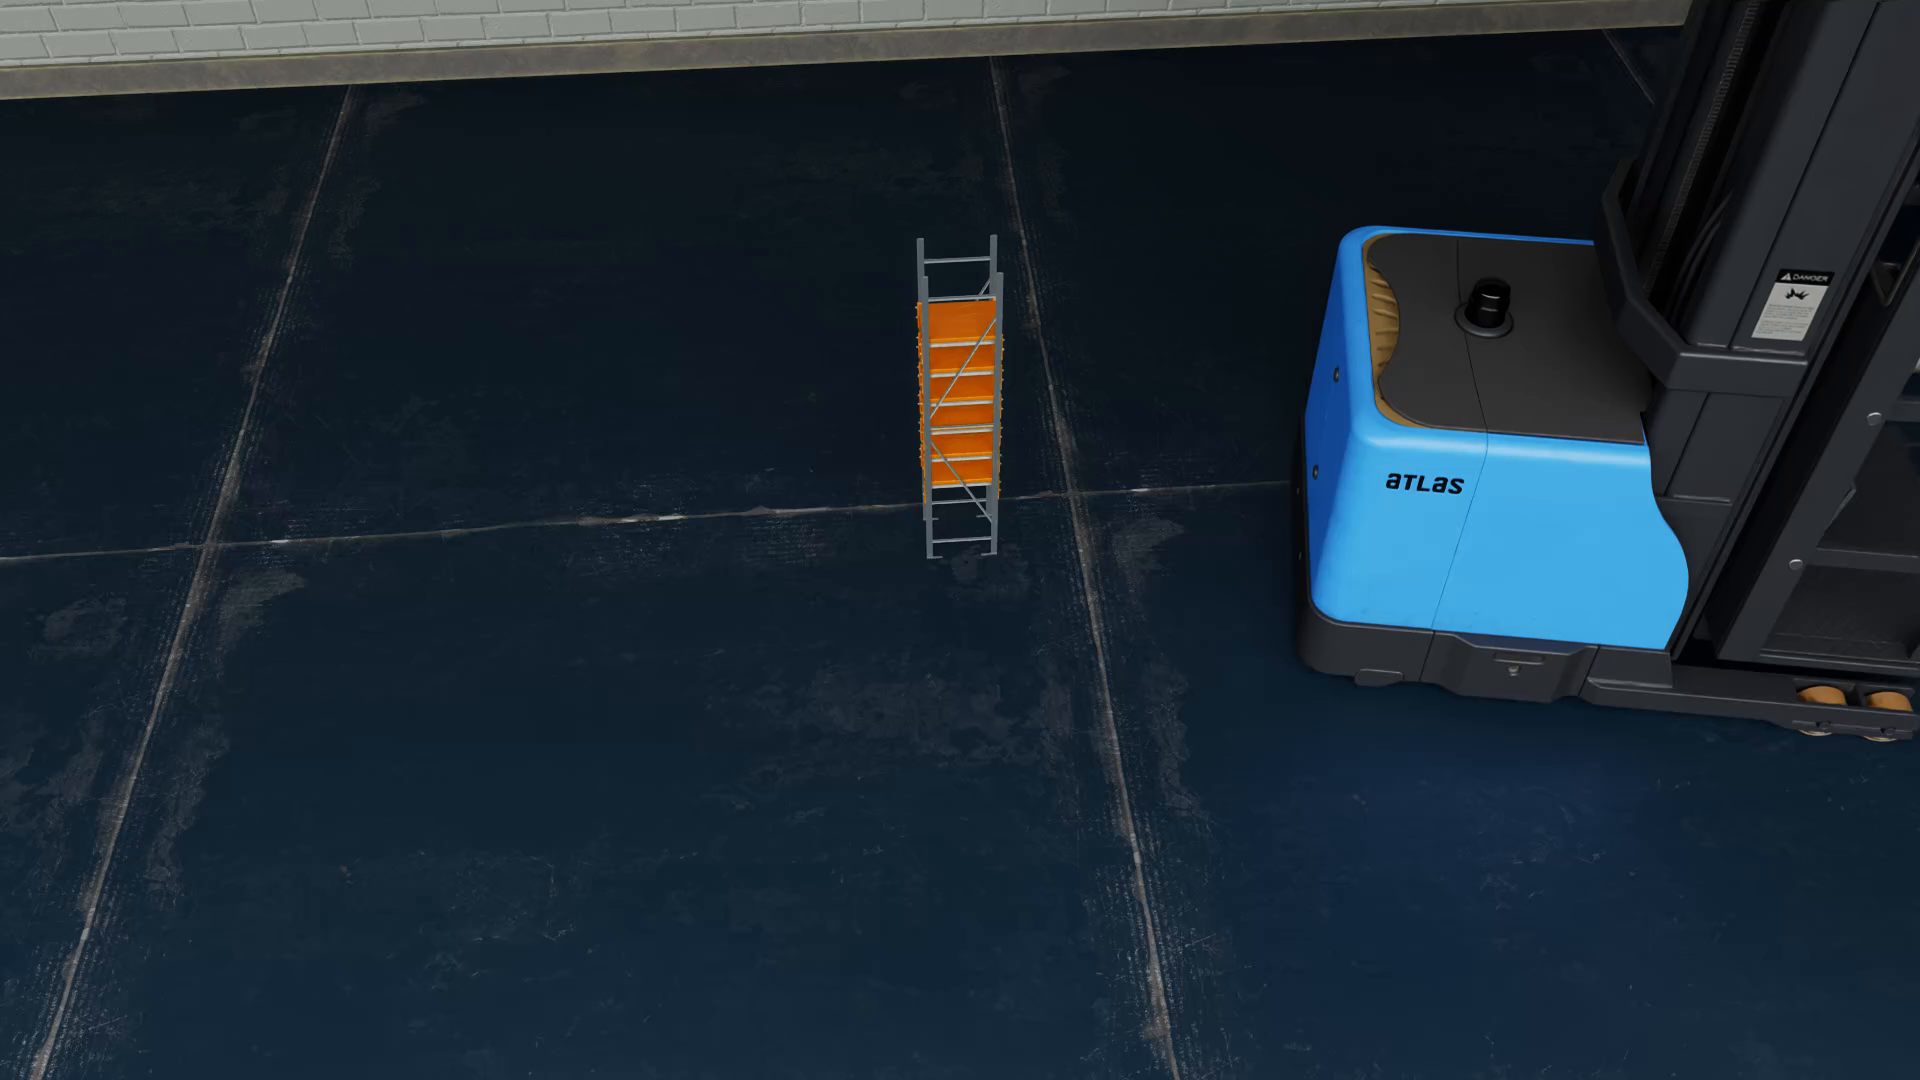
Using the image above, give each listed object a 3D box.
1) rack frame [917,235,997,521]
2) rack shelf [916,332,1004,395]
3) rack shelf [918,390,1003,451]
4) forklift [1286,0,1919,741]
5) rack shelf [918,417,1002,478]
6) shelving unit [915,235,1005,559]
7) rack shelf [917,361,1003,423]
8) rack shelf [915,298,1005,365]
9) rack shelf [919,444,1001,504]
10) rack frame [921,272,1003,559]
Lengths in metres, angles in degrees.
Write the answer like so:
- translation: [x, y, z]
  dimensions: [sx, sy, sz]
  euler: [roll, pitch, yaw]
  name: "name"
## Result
- translation: [-0.009, -0.489, 5.387]
  dimensions: [0.240, 1.200, 0.006]
  euler: [-3, 47, -3]
  name: "rack frame"
- translation: [-0.001, -0.558, 5.182]
  dimensions: [0.258, 0.103, 0.180]
  euler: [-3, 47, -3]
  name: "rack shelf"
- translation: [-0.001, -0.392, 5.357]
  dimensions: [0.258, 0.103, 0.180]
  euler: [-3, 47, -3]
  name: "rack shelf"
- translation: [2.614, -0.795, 4.484]
  dimensions: [3.031, 2.935, 1.130]
  euler: [5, 47, 5]
  name: "forklift"
- translation: [-0.001, -0.310, 5.444]
  dimensions: [0.258, 0.103, 0.180]
  euler: [-3, 47, -3]
  name: "rack shelf"
- translation: [-0.001, -0.423, 5.324]
  dimensions: [0.258, 1.200, 0.189]
  euler: [-3, 47, -3]
  name: "shelving unit"
- translation: [-0.001, -0.475, 5.269]
  dimensions: [0.258, 0.103, 0.180]
  euler: [-3, 47, -3]
  name: "rack shelf"
- translation: [-0.001, -0.640, 5.095]
  dimensions: [0.258, 0.103, 0.180]
  euler: [-3, 47, -3]
  name: "rack shelf"
- translation: [-0.001, -0.227, 5.531]
  dimensions: [0.258, 0.103, 0.180]
  euler: [-3, 47, -3]
  name: "rack shelf"
- translation: [0.006, -0.357, 5.262]
  dimensions: [0.240, 1.200, 0.006]
  euler: [-3, 47, -3]
  name: "rack frame"
